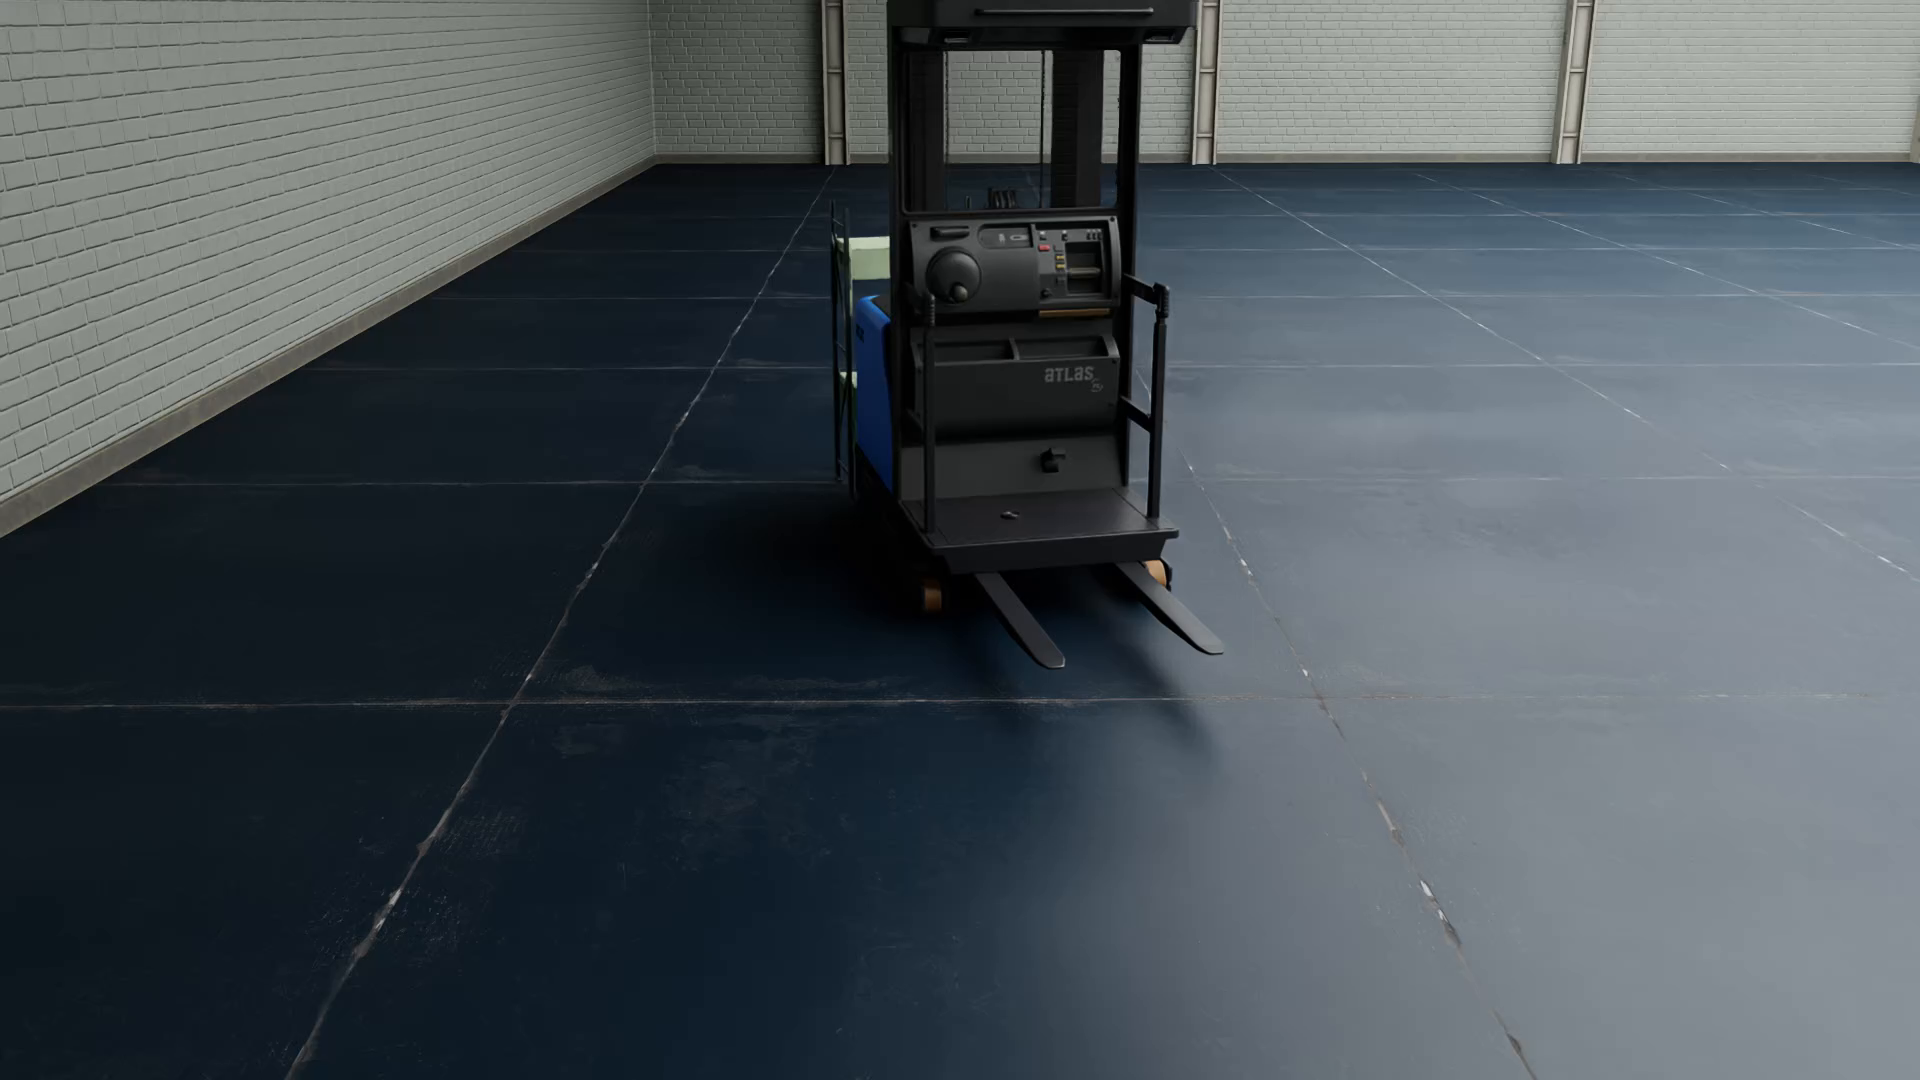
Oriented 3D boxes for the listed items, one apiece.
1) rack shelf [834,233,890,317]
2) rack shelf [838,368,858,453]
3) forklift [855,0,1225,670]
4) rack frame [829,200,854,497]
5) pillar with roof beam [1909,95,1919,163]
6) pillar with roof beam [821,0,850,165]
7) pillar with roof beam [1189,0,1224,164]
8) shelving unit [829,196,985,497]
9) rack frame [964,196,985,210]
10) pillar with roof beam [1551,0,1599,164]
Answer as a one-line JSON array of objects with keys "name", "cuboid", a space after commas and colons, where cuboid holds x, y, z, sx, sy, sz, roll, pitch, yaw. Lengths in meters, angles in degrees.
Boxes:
[{"name": "rack shelf", "cuboid": [-0.267, -1.400, 8.679, 0.720, 0.370, 0.431, -5, 18, -15]}, {"name": "rack shelf", "cuboid": [-0.267, -0.718, 8.897, 0.720, 0.370, 0.431, -5, 18, -15]}, {"name": "forklift", "cuboid": [0.293, -1.202, 6.995, 1.130, 2.935, 3.031, -4, 18, -12]}, {"name": "rack frame", "cuboid": [-0.620, -0.999, 8.705, 0.023, 1.500, 0.400, -5, 18, -15]}, {"name": "pillar with roof beam", "cuboid": [16.060, -9.228, 22.081, 0.400, 9.000, 9.100, 0, 18, -1]}, {"name": "pillar with roof beam", "cuboid": [-1.938, -9.141, 21.810, 0.400, 9.000, 9.100, 0, 18, -1]}, {"name": "pillar with roof beam", "cuboid": [4.062, -9.170, 21.901, 0.400, 9.000, 9.100, 0, 18, -1]}, {"name": "shelving unit", "cuboid": [-0.267, -1.028, 8.798, 0.755, 1.500, 0.431, -5, 18, -15]}, {"name": "rack frame", "cuboid": [0.086, -1.058, 8.890, 0.023, 1.500, 0.400, -5, 18, -15]}, {"name": "pillar with roof beam", "cuboid": [10.061, -9.199, 21.991, 0.400, 9.000, 9.100, 0, 18, -1]}]
